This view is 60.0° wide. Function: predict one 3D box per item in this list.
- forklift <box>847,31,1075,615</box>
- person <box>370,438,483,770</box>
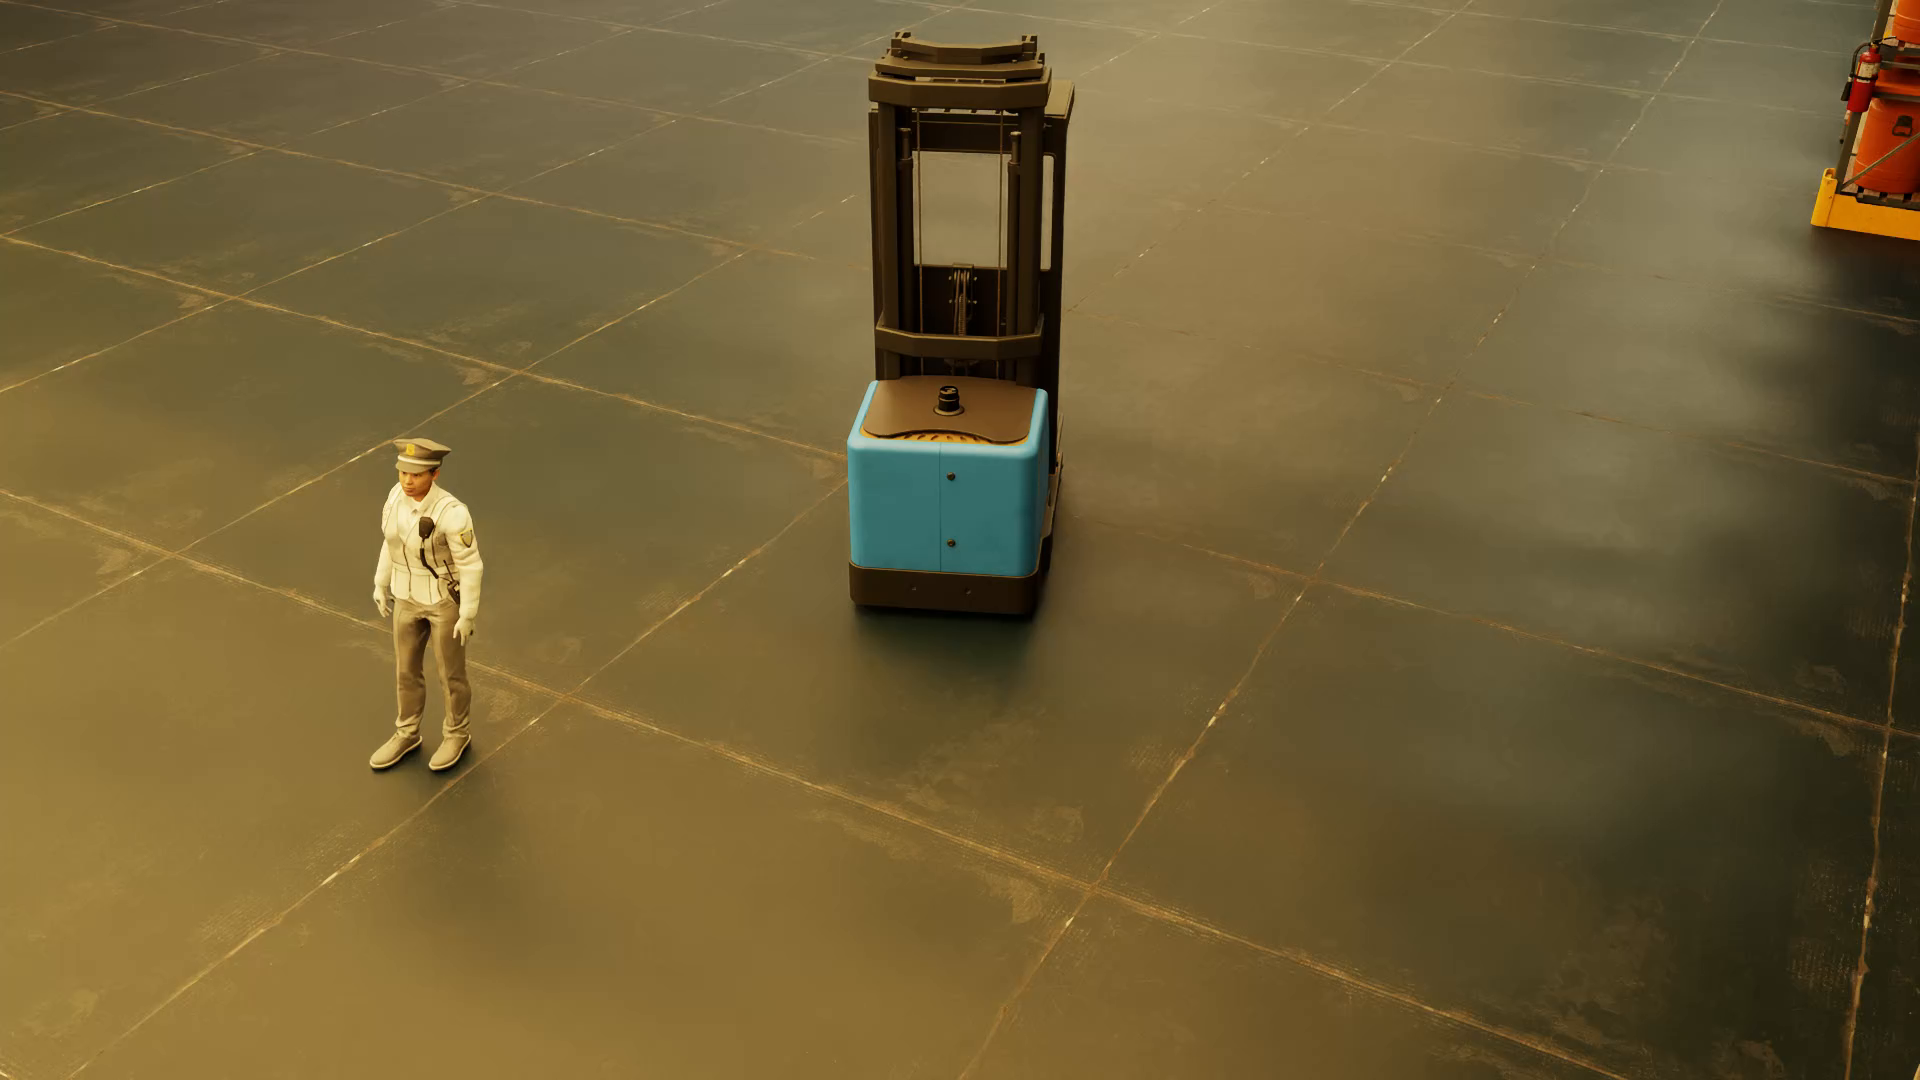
[{"bbox_3d":[0.072,-1.572,9.794,1.130,2.935,3.031,3,30,6],"label":"forklift"},{"bbox_3d":[-2.514,0.311,7.754,0.587,1.693,0.530,13,32,21],"label":"person"}]
